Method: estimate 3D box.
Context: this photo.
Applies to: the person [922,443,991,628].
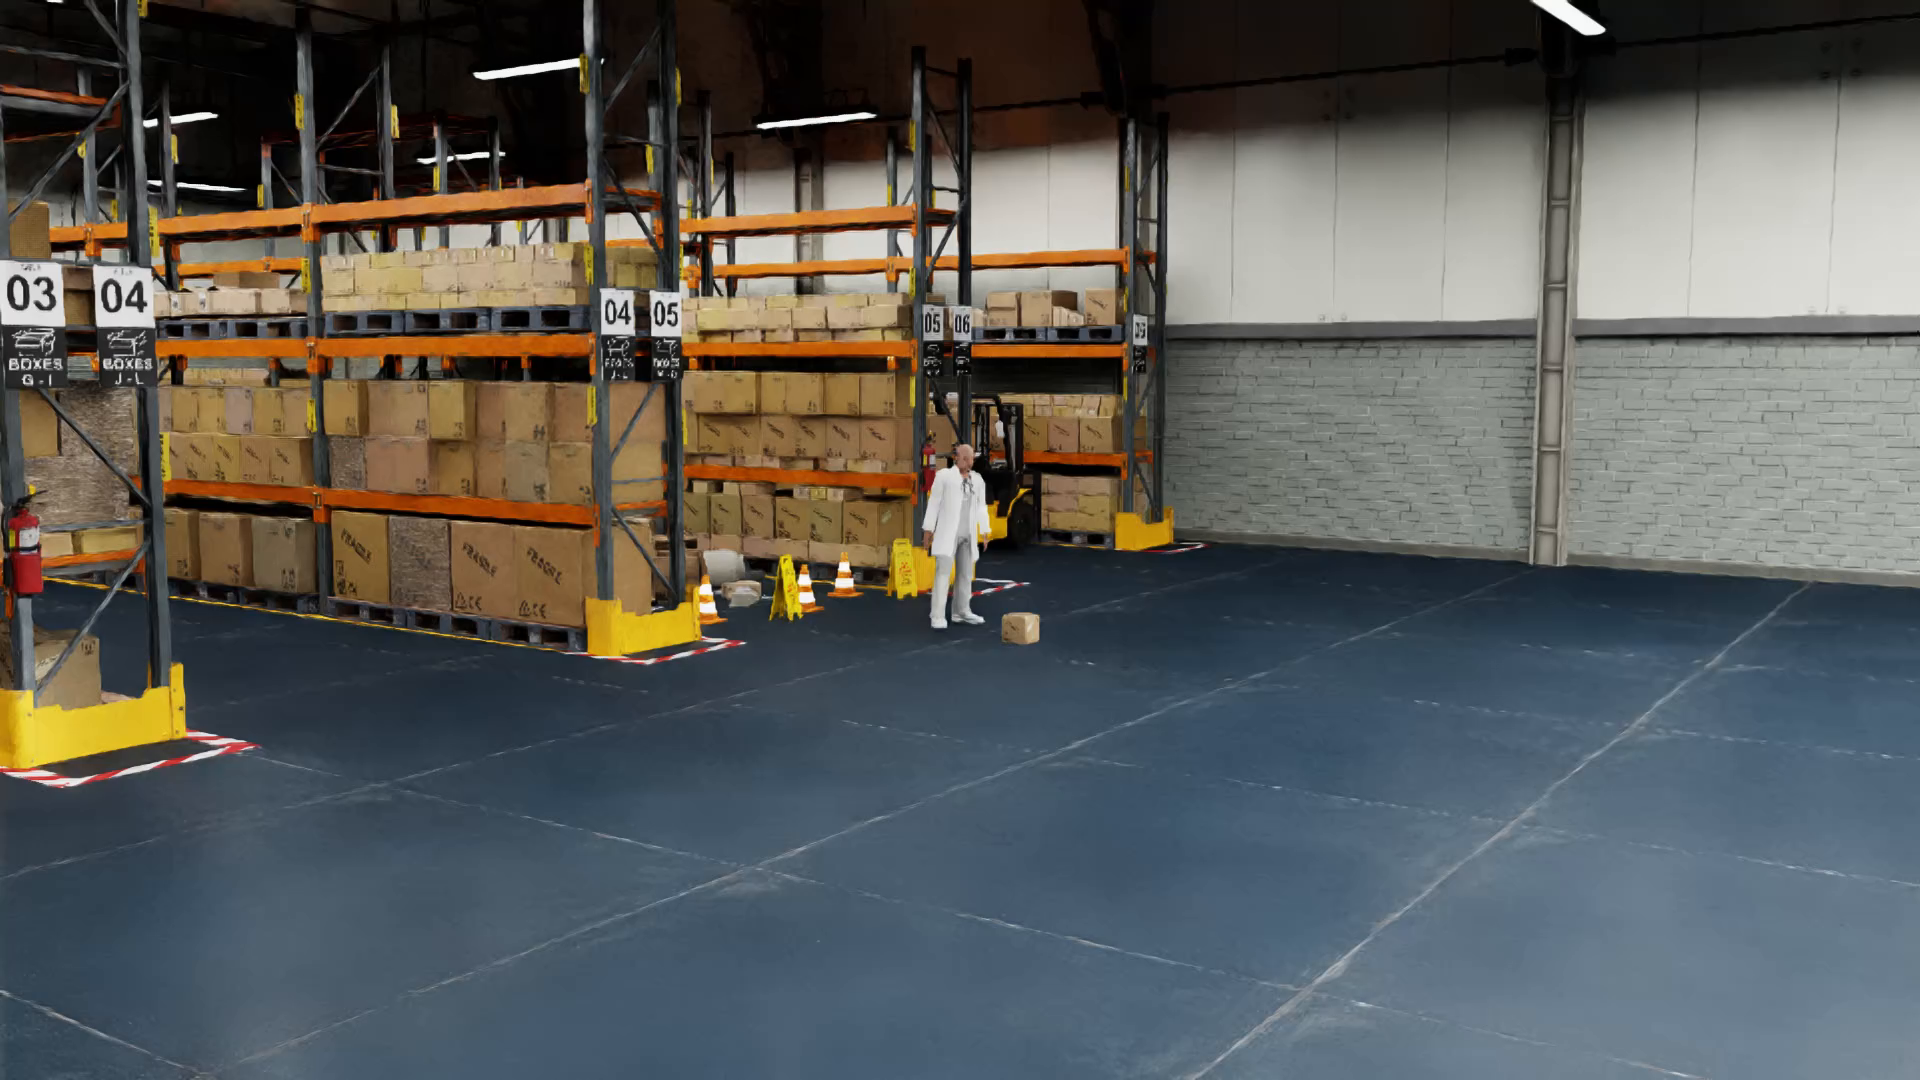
[{"bbox_3d":[-0.022,-0.043,15.970,0.755,1.767,0.674,-3,7,-29],"label":"person"}]
